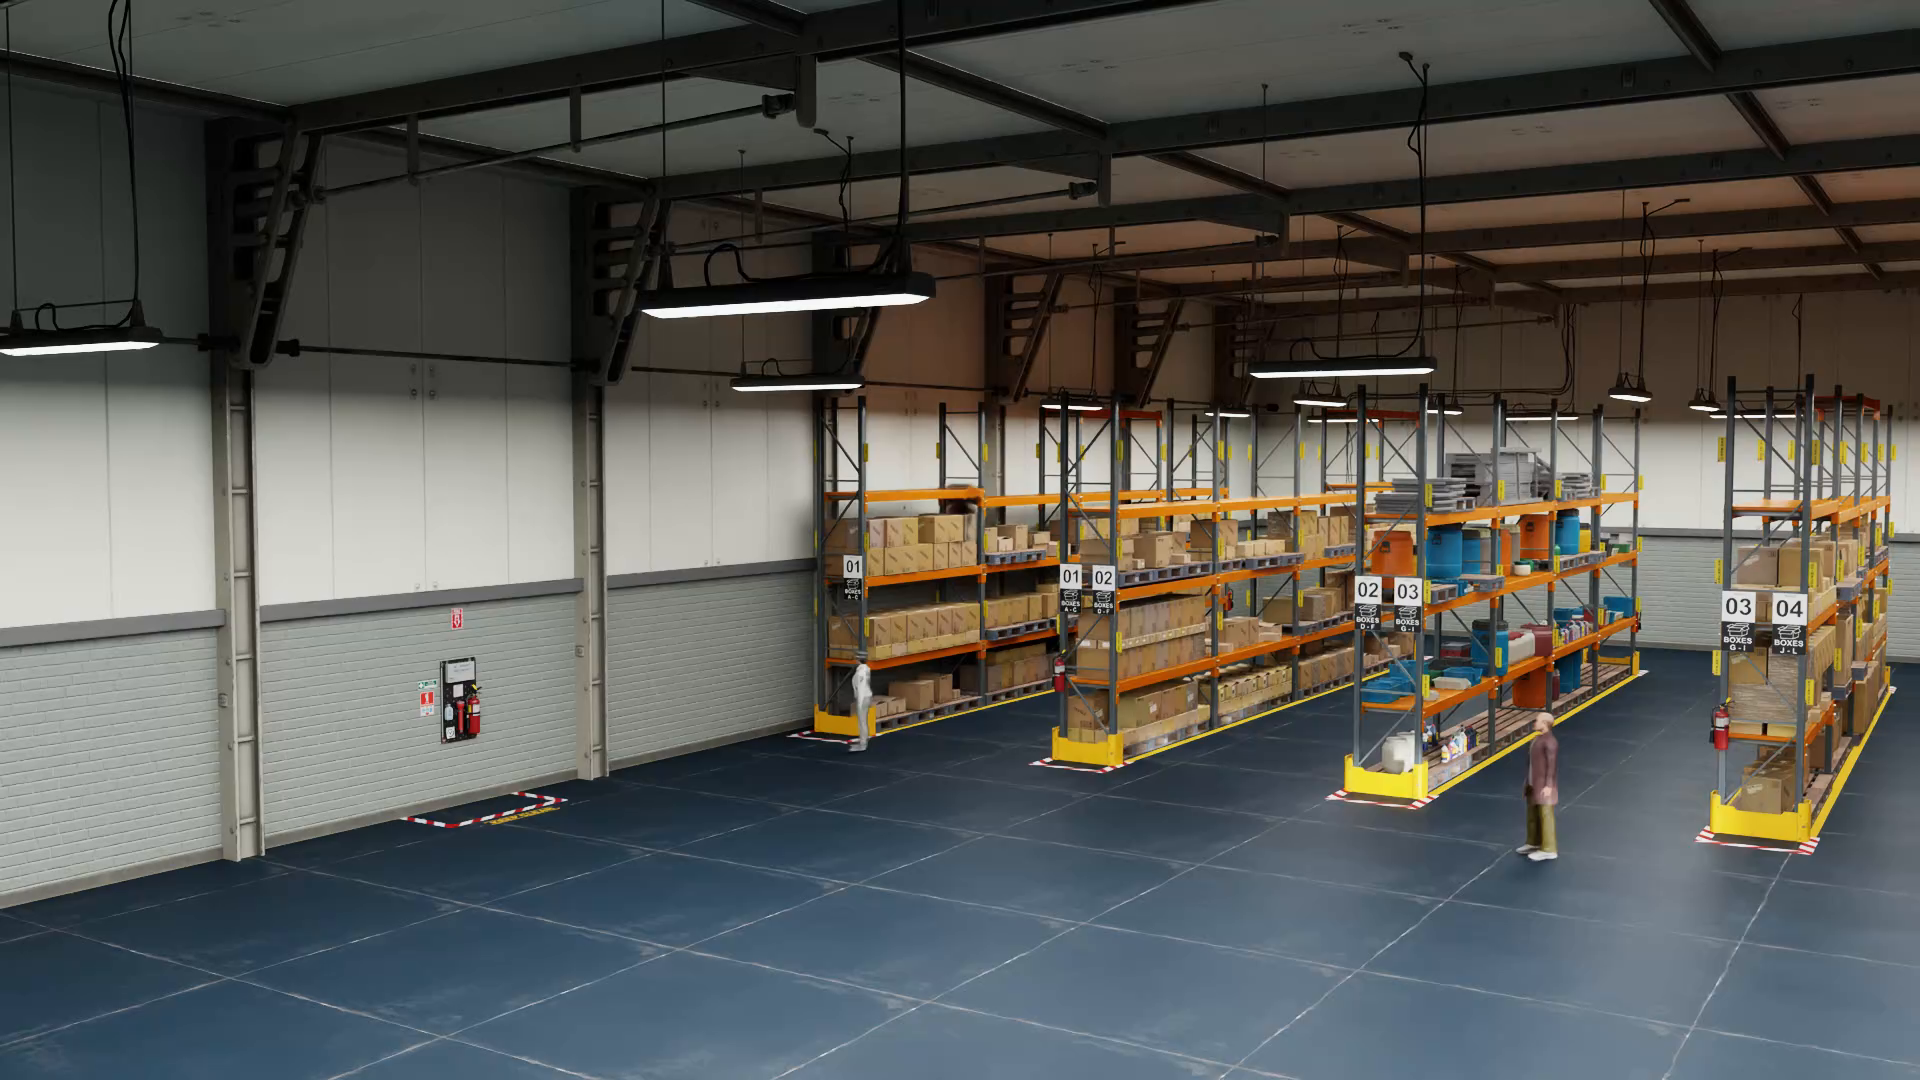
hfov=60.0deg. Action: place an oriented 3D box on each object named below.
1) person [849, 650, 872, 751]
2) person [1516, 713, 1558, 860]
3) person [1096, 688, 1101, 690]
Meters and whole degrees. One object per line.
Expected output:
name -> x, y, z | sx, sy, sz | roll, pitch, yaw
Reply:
person -> -1.679, 2.692, 27.948 | 0.399, 1.675, 0.520 | 0, 3, 4
person -> 7.147, 3.125, 20.556 | 0.436, 1.582, 0.622 | -1, 3, -12
person -> 2.617, 2.559, 30.806 | 0.588, 1.688, 0.497 | 0, 3, -4
